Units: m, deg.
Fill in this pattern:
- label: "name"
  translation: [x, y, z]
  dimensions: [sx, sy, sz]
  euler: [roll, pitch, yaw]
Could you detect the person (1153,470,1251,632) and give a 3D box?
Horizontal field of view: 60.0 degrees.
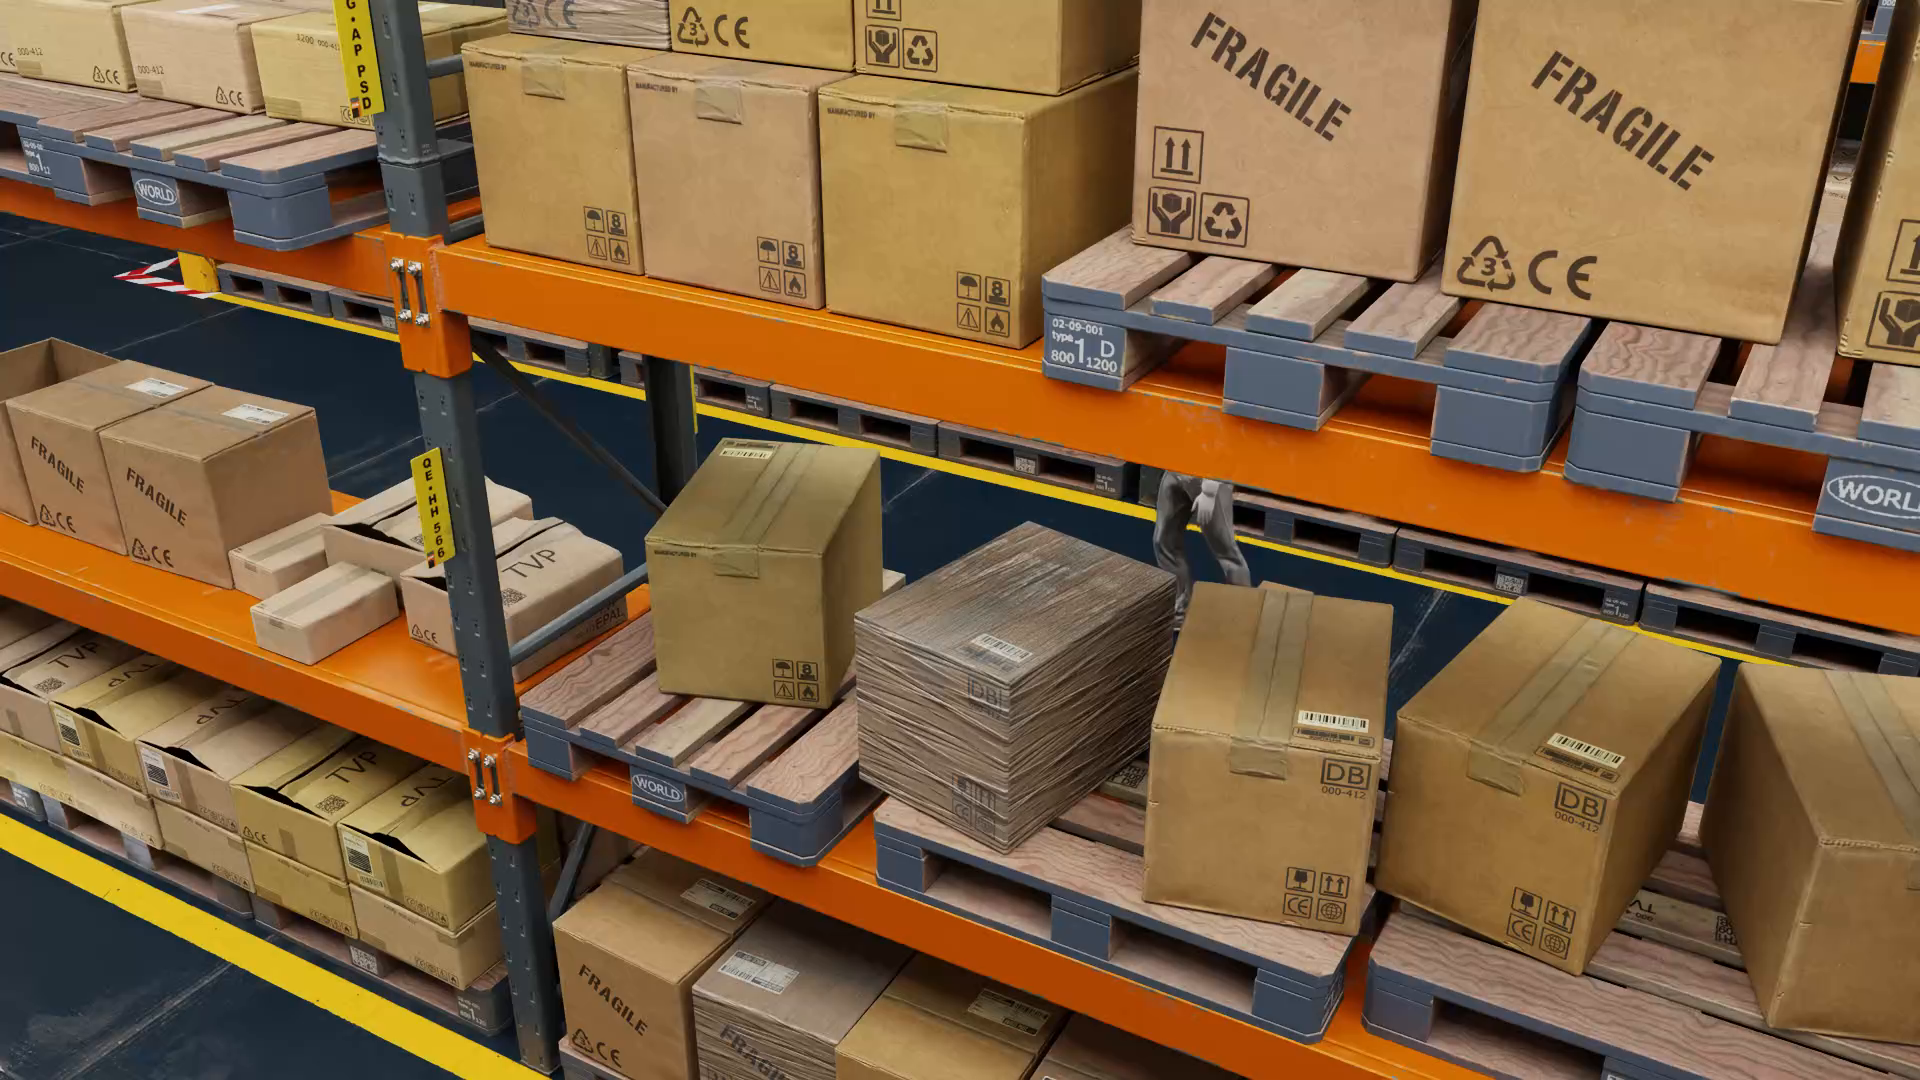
- label: "person"
  translation: [1.133, -0.302, 7.705]
  dimensions: [0.574, 1.662, 0.507]
  euler: [-8, 28, -15]
